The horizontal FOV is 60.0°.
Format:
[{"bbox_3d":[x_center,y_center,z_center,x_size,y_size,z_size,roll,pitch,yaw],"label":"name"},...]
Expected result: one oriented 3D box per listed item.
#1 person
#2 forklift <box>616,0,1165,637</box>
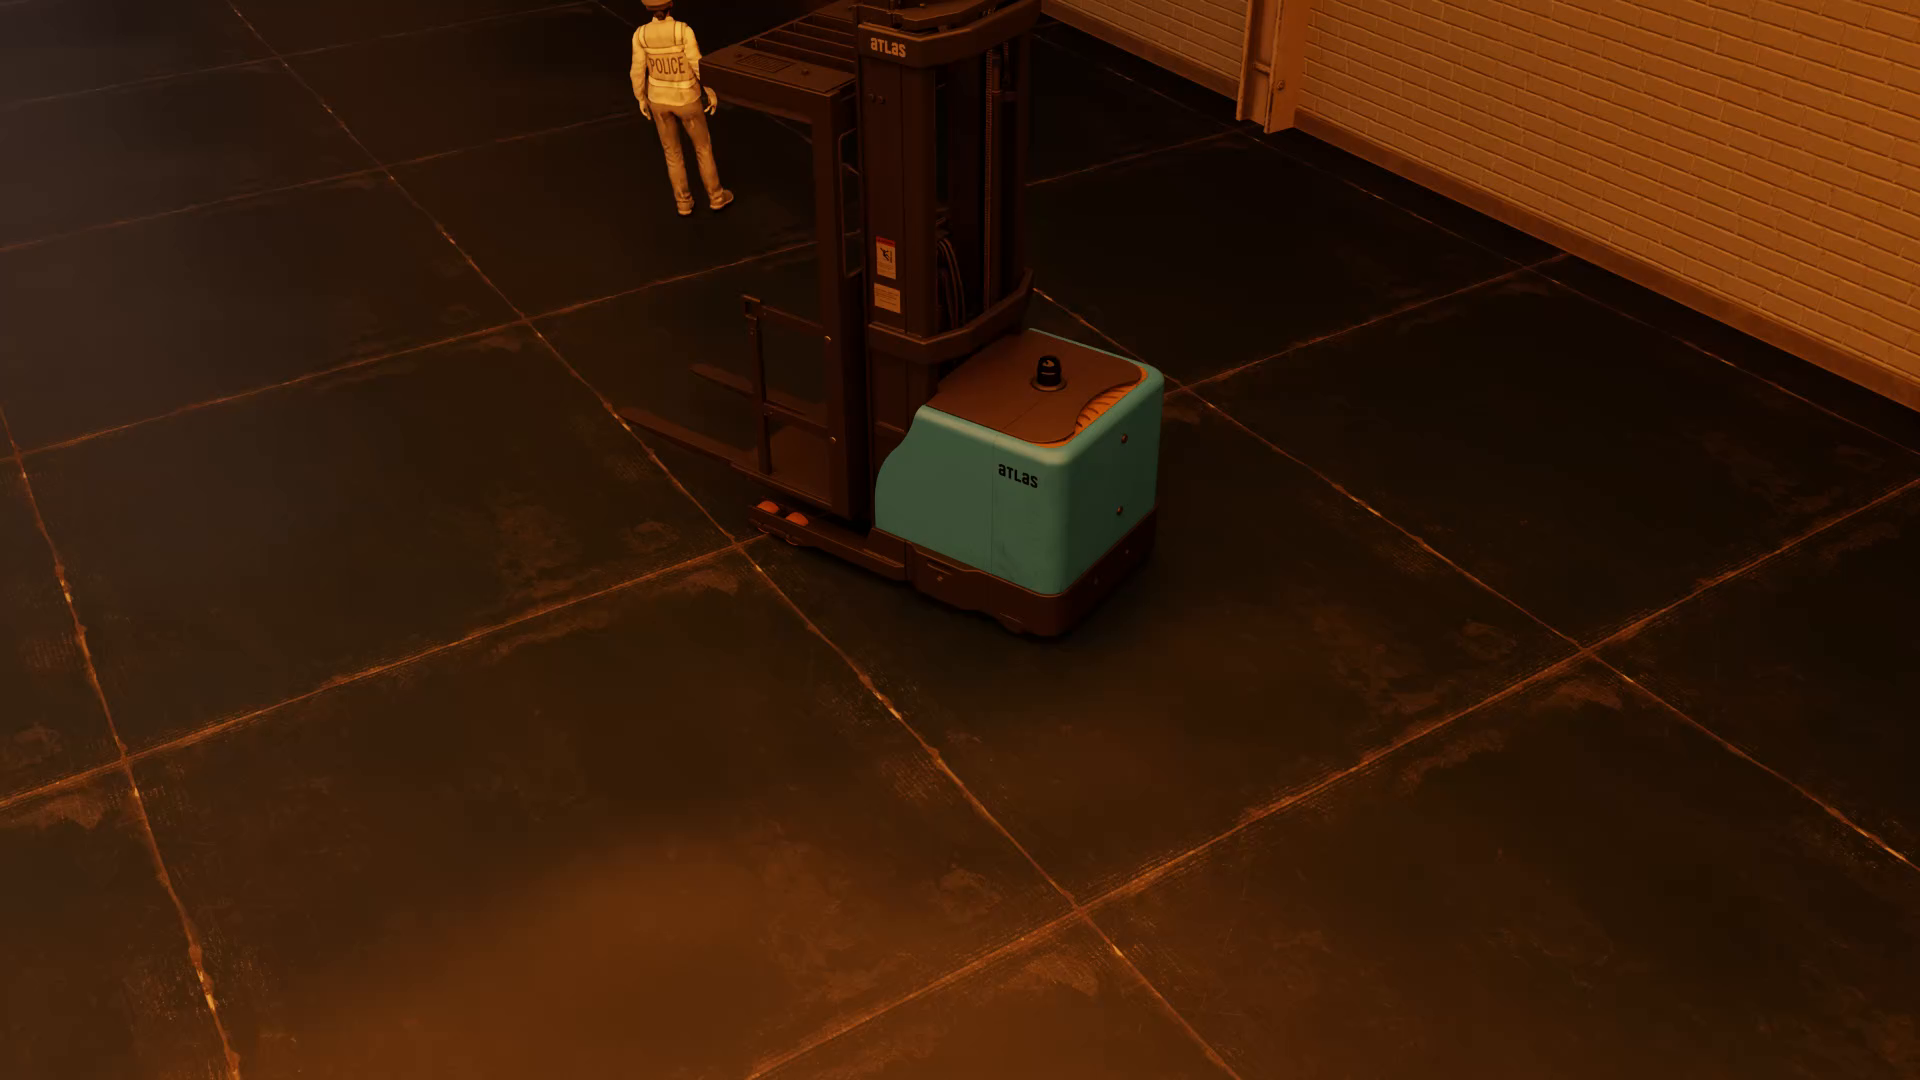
[{"bbox_3d":[-1.973,-3.099,11.622,0.586,1.694,0.532,2,35,3],"label":"person"},{"bbox_3d":[-0.500,-1.399,8.138,3.031,2.935,1.130,22,41,28],"label":"forklift"}]
